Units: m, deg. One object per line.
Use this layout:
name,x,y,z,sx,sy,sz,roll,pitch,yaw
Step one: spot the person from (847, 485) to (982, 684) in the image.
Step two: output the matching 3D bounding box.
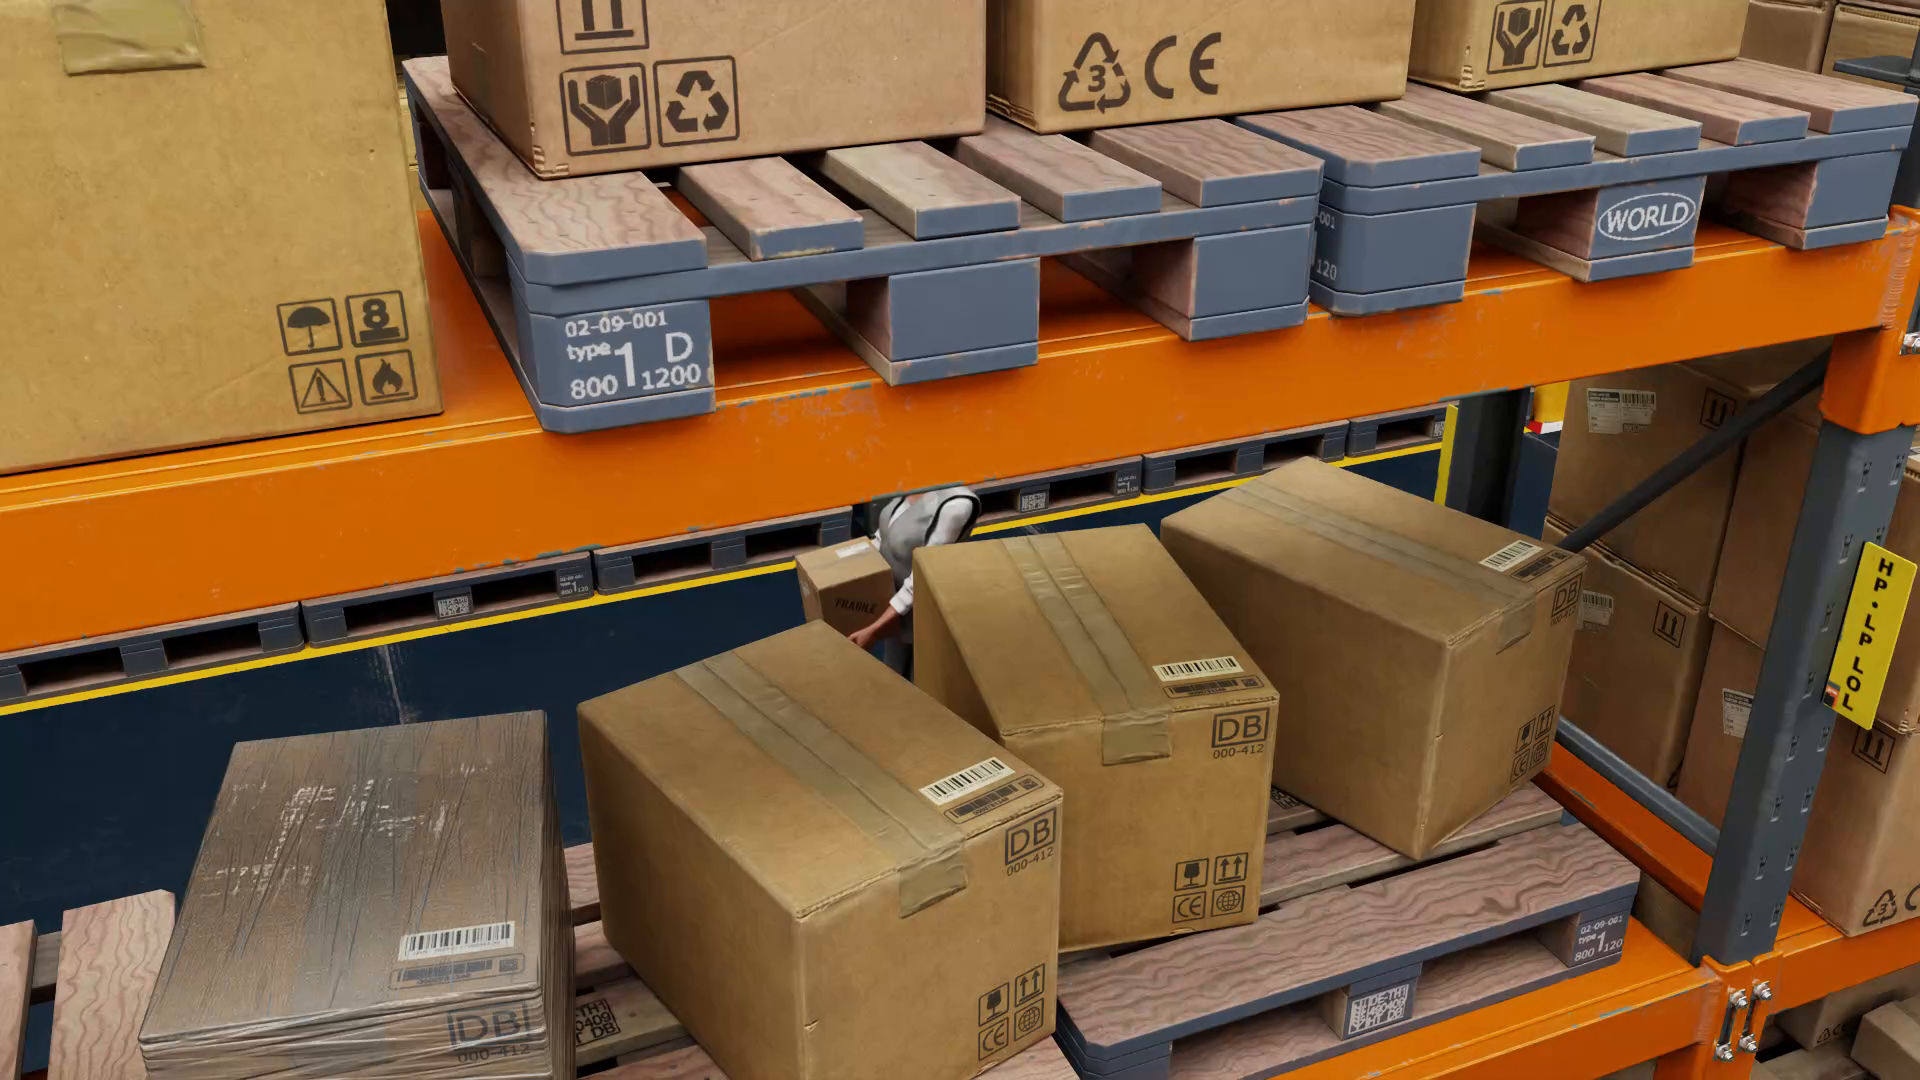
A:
person,-0.196,0.305,5.514,0.497,1.591,0.404,-10,28,-19
